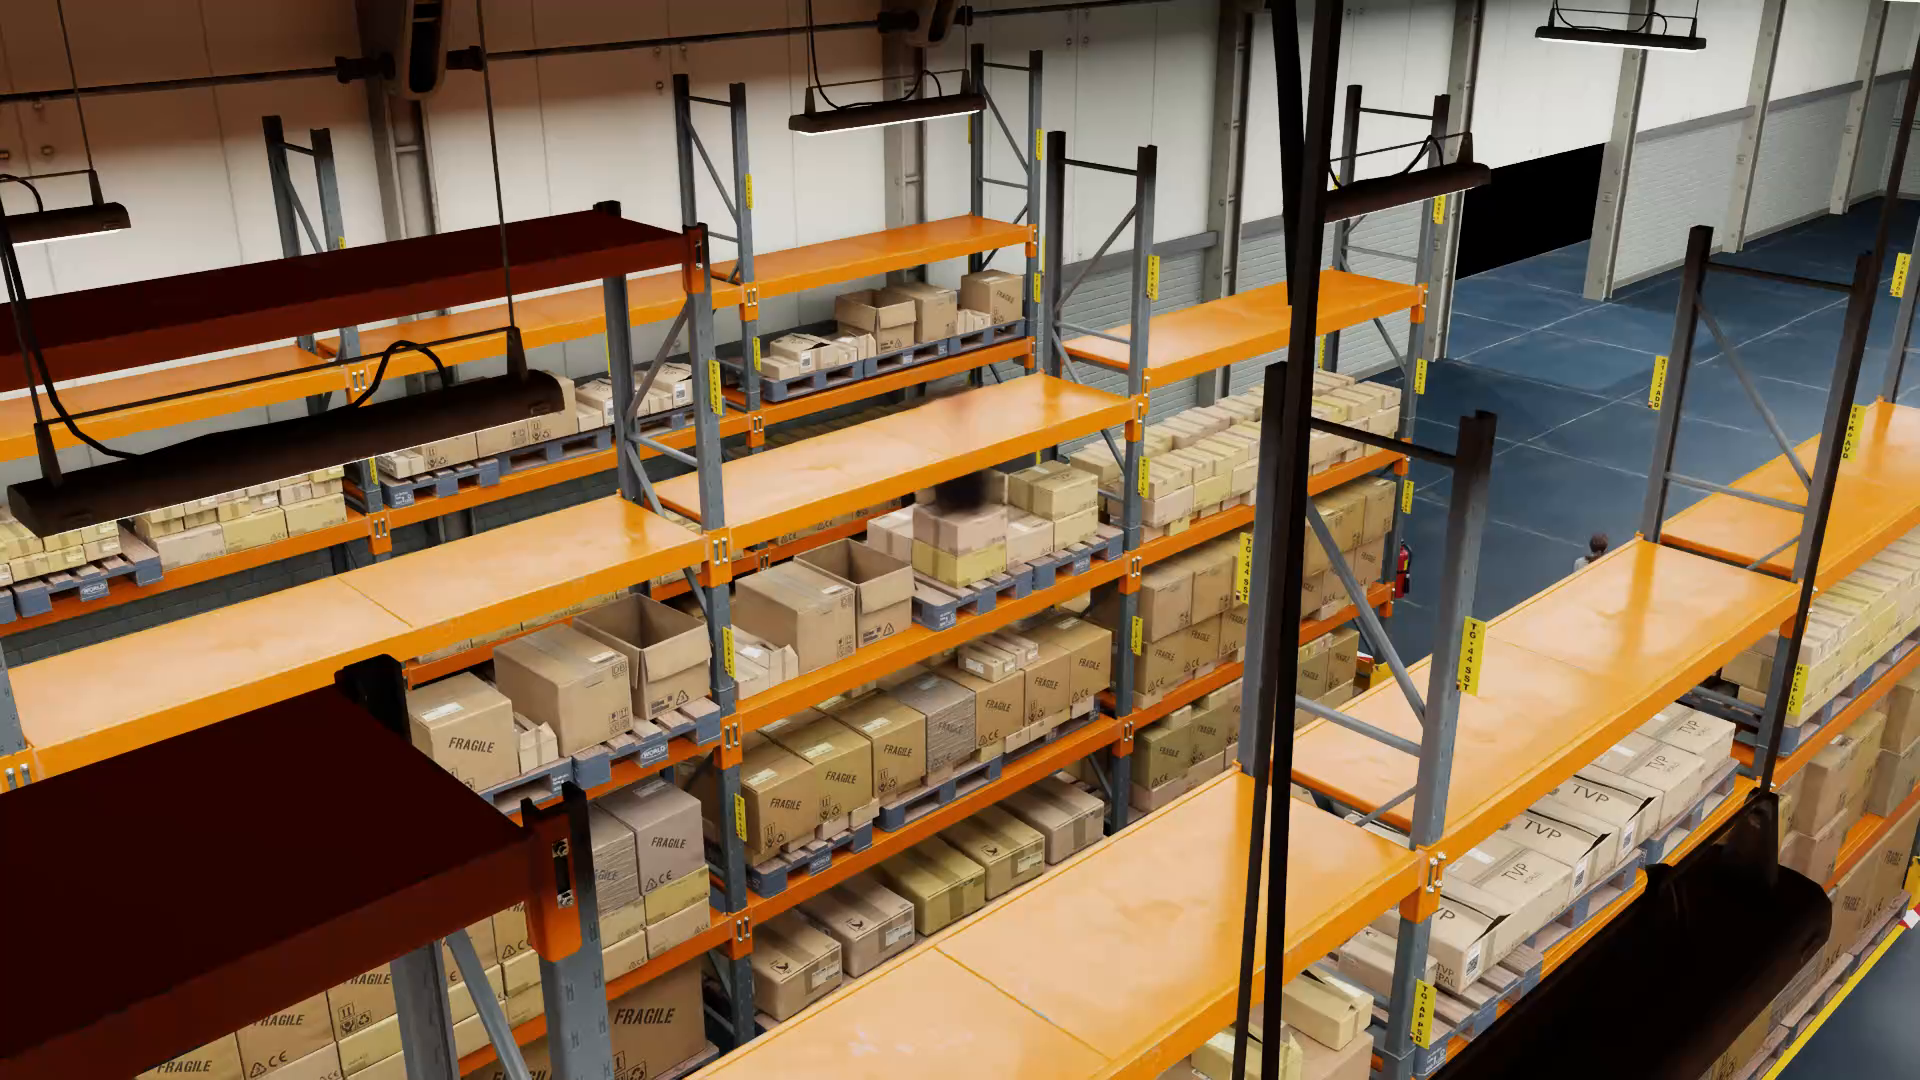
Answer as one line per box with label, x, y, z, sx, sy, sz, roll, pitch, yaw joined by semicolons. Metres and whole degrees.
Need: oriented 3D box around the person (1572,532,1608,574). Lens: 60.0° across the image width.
person;6.405;0.737;16.873;0.544;1.662;0.439;21;30;41
